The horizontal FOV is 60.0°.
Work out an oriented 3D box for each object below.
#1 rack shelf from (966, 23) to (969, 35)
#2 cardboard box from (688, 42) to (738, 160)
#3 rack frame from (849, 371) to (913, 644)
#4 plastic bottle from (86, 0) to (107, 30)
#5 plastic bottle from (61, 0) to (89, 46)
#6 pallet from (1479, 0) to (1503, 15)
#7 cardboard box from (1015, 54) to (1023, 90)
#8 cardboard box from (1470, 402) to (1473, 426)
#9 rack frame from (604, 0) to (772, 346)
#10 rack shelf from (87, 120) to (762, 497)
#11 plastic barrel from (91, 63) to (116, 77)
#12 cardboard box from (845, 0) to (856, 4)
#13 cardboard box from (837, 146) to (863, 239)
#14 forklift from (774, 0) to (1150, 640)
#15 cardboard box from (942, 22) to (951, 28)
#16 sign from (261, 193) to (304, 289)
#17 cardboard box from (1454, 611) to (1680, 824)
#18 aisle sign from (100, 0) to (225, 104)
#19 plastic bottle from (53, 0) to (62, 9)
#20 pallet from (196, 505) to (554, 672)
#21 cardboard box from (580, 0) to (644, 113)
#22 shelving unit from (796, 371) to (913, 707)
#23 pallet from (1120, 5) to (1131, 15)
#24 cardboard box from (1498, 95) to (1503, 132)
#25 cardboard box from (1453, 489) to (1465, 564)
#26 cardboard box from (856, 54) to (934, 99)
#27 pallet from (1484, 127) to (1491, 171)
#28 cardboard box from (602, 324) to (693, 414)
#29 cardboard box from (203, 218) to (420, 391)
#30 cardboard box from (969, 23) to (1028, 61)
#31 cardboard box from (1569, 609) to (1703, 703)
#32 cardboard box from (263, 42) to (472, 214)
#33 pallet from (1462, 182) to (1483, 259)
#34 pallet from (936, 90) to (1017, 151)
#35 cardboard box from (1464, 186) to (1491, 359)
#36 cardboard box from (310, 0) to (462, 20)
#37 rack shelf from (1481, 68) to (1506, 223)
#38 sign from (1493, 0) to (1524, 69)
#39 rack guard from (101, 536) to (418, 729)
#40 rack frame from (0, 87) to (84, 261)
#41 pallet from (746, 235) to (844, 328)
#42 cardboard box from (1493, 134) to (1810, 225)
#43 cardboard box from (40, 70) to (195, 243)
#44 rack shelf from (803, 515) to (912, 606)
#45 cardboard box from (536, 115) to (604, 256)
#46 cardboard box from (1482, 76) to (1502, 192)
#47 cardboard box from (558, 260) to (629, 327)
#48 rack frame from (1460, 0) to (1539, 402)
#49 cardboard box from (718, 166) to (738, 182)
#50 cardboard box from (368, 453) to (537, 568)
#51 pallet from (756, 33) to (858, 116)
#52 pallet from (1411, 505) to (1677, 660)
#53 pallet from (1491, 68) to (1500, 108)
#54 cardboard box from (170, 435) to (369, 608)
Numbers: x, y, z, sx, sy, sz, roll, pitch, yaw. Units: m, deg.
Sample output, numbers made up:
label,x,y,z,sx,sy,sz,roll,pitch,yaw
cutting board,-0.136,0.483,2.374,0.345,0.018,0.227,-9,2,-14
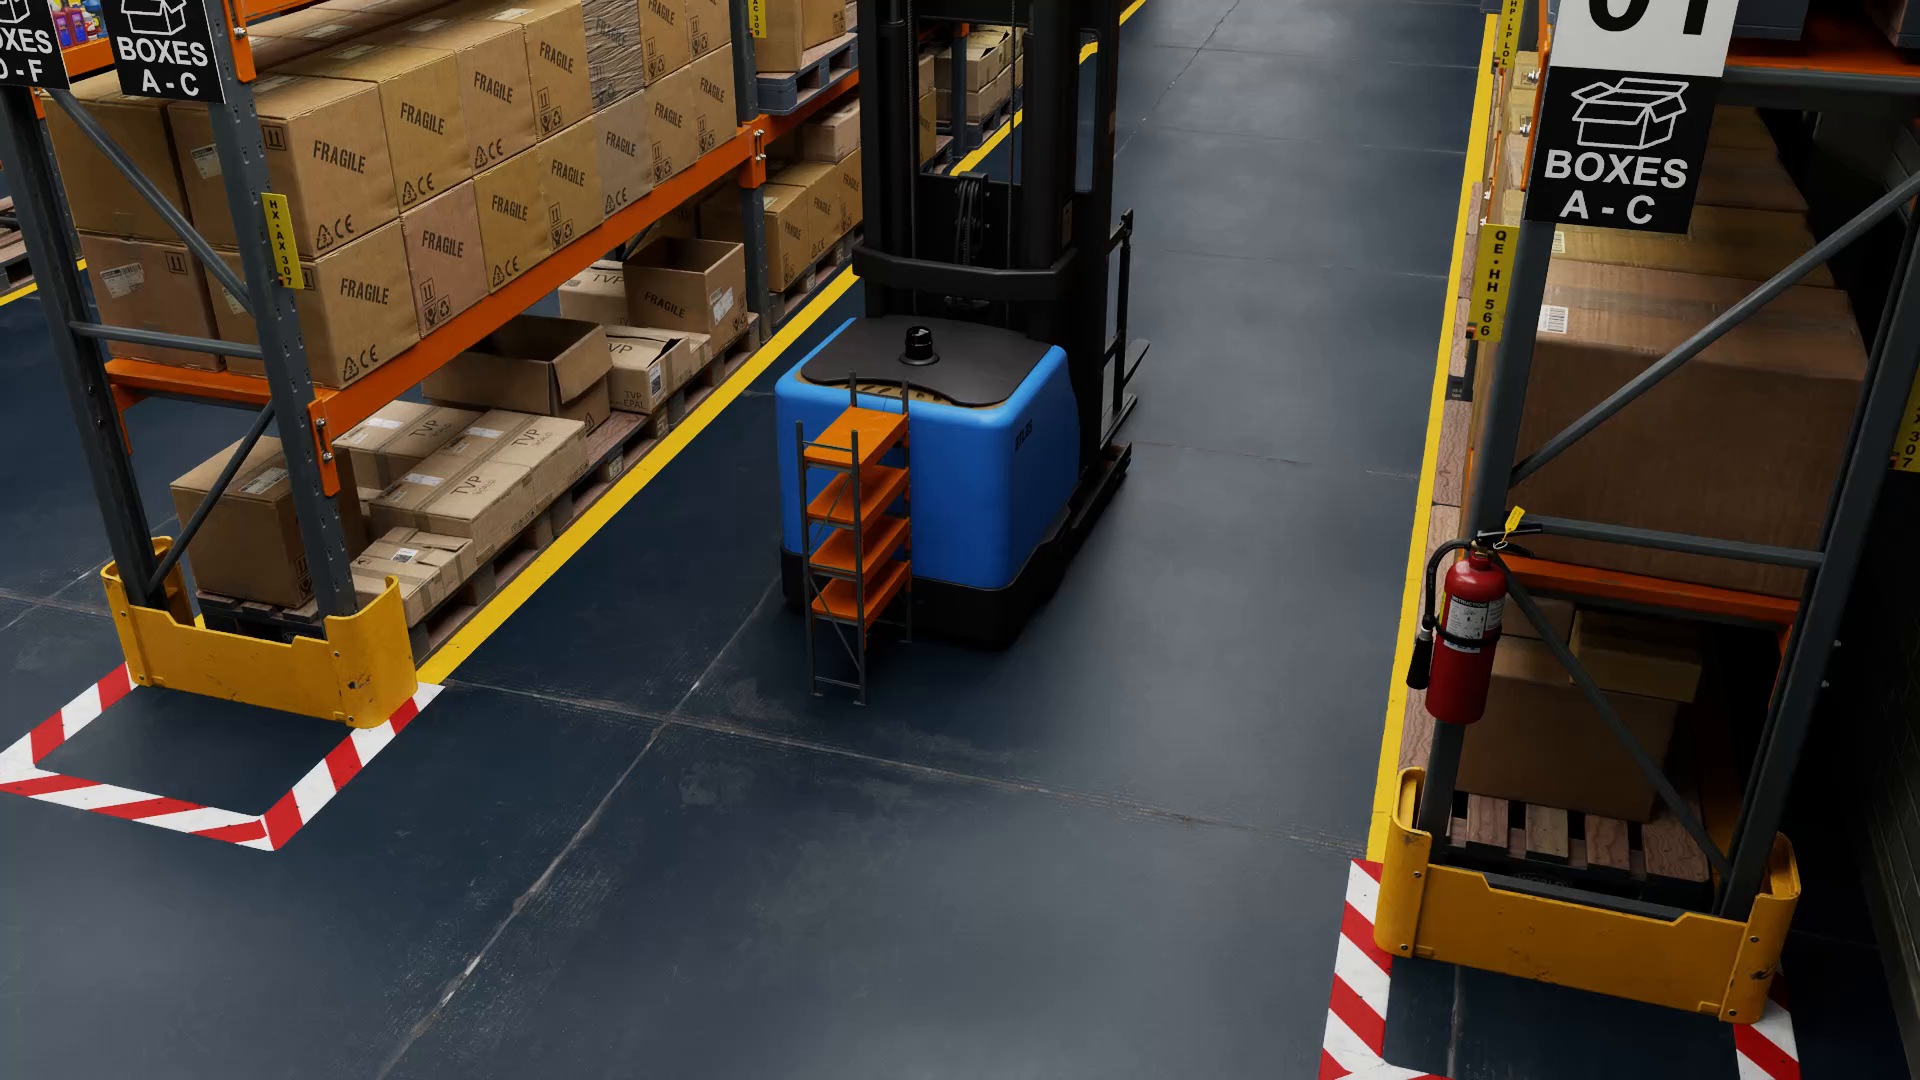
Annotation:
label,x,y,z,sx,sy,sz,roll,pitch,yaw
rack shelf,0.145,-5.032,14.450,1.077,0.370,4.000,8,30,15
cardboard box,-1.518,-2.333,8.755,0.500,0.500,0.500,9,30,16
rack frame,-0.314,-0.111,6.715,0.240,1.200,0.015,10,31,18
plastic bottle,-5.743,-3.543,11.161,0.152,0.276,0.135,8,30,15
plastic bottle,-5.796,-3.387,10.873,0.061,0.283,0.133,8,30,15
pallet,4.402,-3.974,12.006,1.213,0.211,1.003,8,30,15
cardboard box,0.286,-4.076,14.389,0.500,0.250,0.500,8,30,14
cardboard box,2.375,-0.519,7.069,0.380,0.149,0.250,8,30,13
rack frame,-1.616,-2.558,9.263,1.000,3.000,0.127,8,30,15
rack shelf,-2.203,-1.314,7.767,1.077,0.370,4.000,8,30,15
plastic barrel,-5.966,-3.112,11.986,0.600,0.901,0.708,8,30,15
cardboard box,-0.970,-3.938,11.208,0.700,0.500,0.500,14,32,24
cardboard box,-0.941,-2.329,10.969,0.500,0.500,0.500,9,30,15
forklift,0.218,-1.568,7.554,1.130,2.935,3.031,10,31,18
cardboard box,-0.227,-4.399,14.392,0.500,0.311,0.500,8,30,15
sign,-2.271,-1.000,5.572,0.100,0.325,0.005,8,30,15
cardboard box,2.056,0.575,5.770,0.700,0.500,0.500,8,30,15
aisle sign,-2.529,-1.761,5.157,0.394,0.787,0.004,8,30,15
plastic bottle,-6.255,-3.698,11.363,0.144,0.351,0.185,8,30,15
pallet,-2.535,0.114,7.329,1.003,0.211,1.213,8,30,15
cardboard box,-1.813,-2.294,7.657,0.500,0.500,0.500,9,30,15
shelving unit,-0.399,0.000,6.515,0.258,1.200,0.503,10,31,18
pallet,1.362,-5.990,18.300,1.003,0.211,1.213,8,30,15
cardboard box,3.141,-2.315,9.064,0.380,0.149,0.250,9,30,15
cardboard box,2.500,-0.140,7.055,0.700,0.500,0.500,9,30,16
cardboard box,-0.505,-3.350,12.033,0.500,0.250,0.500,10,31,17
pallet,4.525,-2.856,12.667,1.003,0.211,1.213,8,30,15
cardboard box,-1.732,-0.921,8.634,0.500,0.311,0.500,8,30,15
cardboard box,-2.408,-0.911,6.200,0.500,0.500,0.500,9,30,16
cardboard box,0.290,-4.327,14.263,0.500,0.311,0.500,8,30,14
cardboard box,2.211,0.379,5.456,0.380,0.149,0.250,9,30,15
cardboard box,-2.262,-1.592,6.395,0.500,0.500,0.500,9,30,15
pallet,3.991,-2.138,11.375,1.003,0.211,1.213,8,30,15
pallet,-0.163,-3.575,13.960,1.003,0.211,1.213,8,30,15
cardboard box,3.187,-1.418,8.992,0.750,0.750,0.750,9,30,15
cardboard box,-2.476,-2.141,7.382,0.500,0.500,0.500,9,30,16
rack shelf,3.708,-2.468,9.841,1.077,0.370,4.000,8,30,15
sign,2.599,-2.397,7.864,0.100,0.325,0.005,8,30,15
rack guard,-2.768,0.358,6.592,1.175,0.500,0.348,8,30,15
rack frame,-6.350,-3.266,10.536,1.000,3.000,0.127,8,30,15
pallet,-1.413,-1.723,10.630,1.003,0.211,1.213,8,30,15
cardboard box,2.522,-1.056,6.254,0.980,0.700,0.700,7,30,12
cardboard box,-2.922,-1.426,6.096,0.500,0.500,0.500,8,30,14
rack shelf,-0.399,0.059,6.548,0.258,0.148,0.480,10,31,18
cardboard box,-1.963,-1.617,7.468,0.500,0.500,0.500,9,30,16
cardboard box,3.953,-2.633,11.176,0.750,0.750,0.750,8,30,14
cardboard box,-1.946,-1.411,9.514,0.500,0.311,0.500,8,30,15
rack frame,3.120,-1.853,7.995,1.000,3.000,0.127,8,30,15
cardboard box,-1.592,-2.157,10.660,0.500,0.500,0.500,9,30,15
cardboard box,-2.213,-0.134,7.282,0.500,0.250,0.500,8,30,15
pallet,-1.277,-2.830,9.949,1.003,0.211,1.213,8,30,15
pallet,2.466,0.277,7.035,1.003,0.211,1.213,8,30,15
pallet,5.242,-3.990,14.705,1.003,0.211,1.213,8,30,15
cardboard box,-2.866,-0.087,6.939,0.500,0.500,0.500,8,30,15
